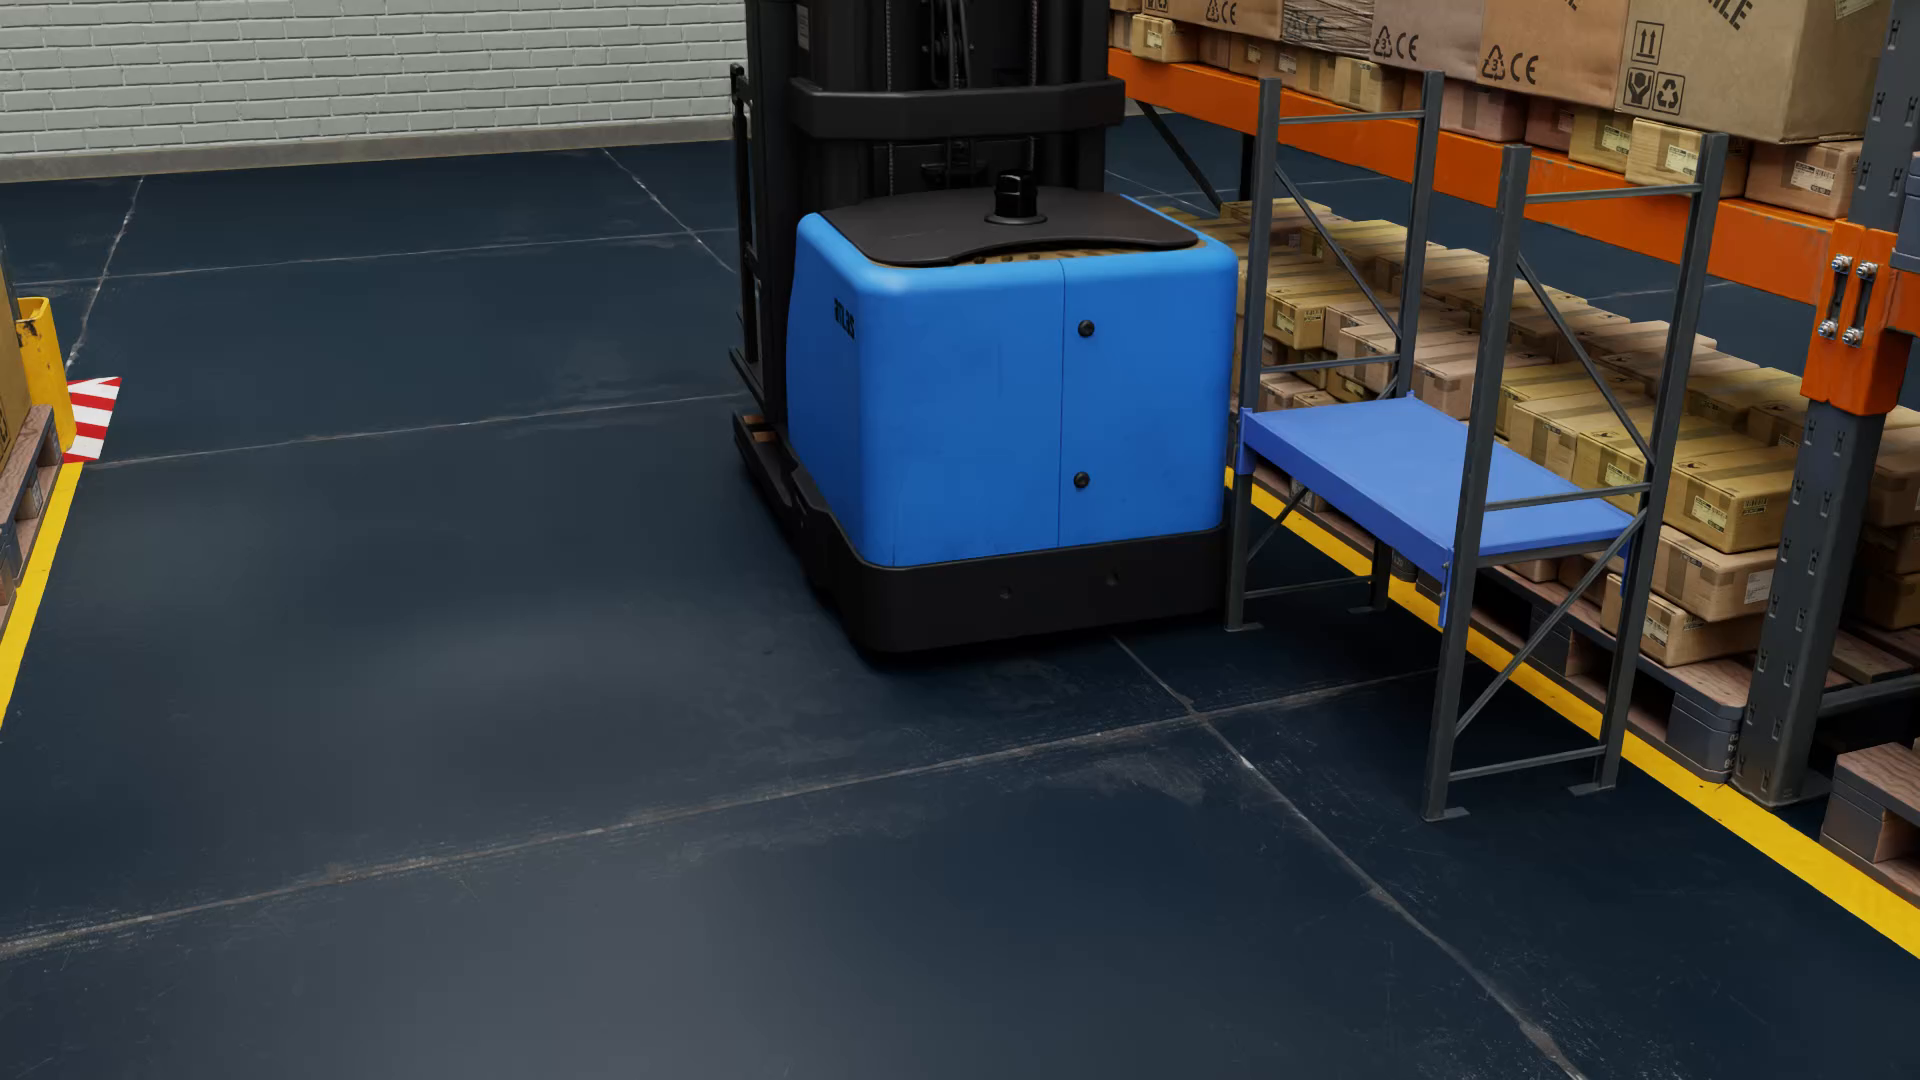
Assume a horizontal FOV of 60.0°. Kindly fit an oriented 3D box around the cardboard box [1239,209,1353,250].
[{"bbox_3d":[1.330,-1.205,6.610,0.380,0.149,0.250,-8,24,-18],"label":"cardboard box"}]

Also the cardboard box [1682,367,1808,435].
[{"bbox_3d":[2.179,-0.355,4.594,0.380,0.149,0.250,-9,24,-20],"label":"cardboard box"}]

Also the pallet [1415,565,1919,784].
[{"bbox_3d":[2.013,0.192,4.524,1.003,0.211,1.213,-8,24,-19],"label":"pallet"}]

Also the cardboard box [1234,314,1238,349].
[{"bbox_3d":[1.018,-0.807,6.049,0.380,0.149,0.250,-8,24,-17],"label":"cardboard box"}]

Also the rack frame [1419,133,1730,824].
[{"bbox_3d":[1.282,-0.087,3.526,0.500,1.500,0.032,-7,24,-16],"label":"rack frame"}]

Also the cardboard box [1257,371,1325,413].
[{"bbox_3d":[1.193,-0.490,5.680,0.380,0.149,0.250,-10,25,-22],"label":"cardboard box"}]

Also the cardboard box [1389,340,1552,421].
[{"bbox_3d":[1.492,-0.469,4.865,0.380,0.149,0.250,-10,25,-22],"label":"cardboard box"}]

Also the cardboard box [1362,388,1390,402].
[{"bbox_3d":[1.476,-0.428,5.151,0.380,0.149,0.250,-10,25,-21],"label":"cardboard box"}]

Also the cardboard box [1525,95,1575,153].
[{"bbox_3d":[1.706,-1.097,4.314,0.380,0.149,0.250,-9,24,-20],"label":"cardboard box"}]

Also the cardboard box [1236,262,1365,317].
[{"bbox_3d":[1.171,-0.851,5.771,0.380,0.149,0.250,-7,24,-17],"label":"cardboard box"}]

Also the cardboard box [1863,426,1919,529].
[{"bbox_3d":[2.356,-0.162,4.136,0.380,0.149,0.250,-7,24,-17],"label":"cardboard box"}]

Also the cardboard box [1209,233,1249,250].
[{"bbox_3d":[0.917,-1.032,6.200,0.380,0.149,0.250,-8,24,-19],"label":"cardboard box"}]

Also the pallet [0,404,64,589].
[{"bbox_3d":[-3.449,-0.099,5.213,1.003,0.211,1.213,-8,24,-19],"label":"pallet"}]

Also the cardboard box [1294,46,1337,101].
[{"bbox_3d":[1.277,-1.469,5.198,0.380,0.149,0.250,-7,24,-17],"label":"cardboard box"}]

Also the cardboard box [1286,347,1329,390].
[{"bbox_3d":[1.335,-0.631,5.631,0.380,0.149,0.250,-7,24,-16],"label":"cardboard box"}]

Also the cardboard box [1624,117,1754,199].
[{"bbox_3d":[1.771,-0.889,3.820,0.380,0.149,0.250,-9,24,-20],"label":"cardboard box"}]

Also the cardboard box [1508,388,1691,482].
[{"bbox_3d":[1.693,-0.279,4.413,0.380,0.149,0.250,-9,24,-19],"label":"cardboard box"}]

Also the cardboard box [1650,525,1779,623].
[{"bbox_3d":[1.875,0.058,3.997,0.380,0.149,0.250,-8,24,-18],"label":"cardboard box"}]

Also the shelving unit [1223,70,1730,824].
[{"bbox_3d":[1.130,-0.276,3.973,0.538,1.500,1.048,-7,24,-16],"label":"shelving unit"}]

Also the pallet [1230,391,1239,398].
[{"bbox_3d":[1.152,-0.695,6.627,1.003,0.211,1.213,-8,24,-19],"label":"pallet"}]

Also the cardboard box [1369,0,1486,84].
[{"bbox_3d":[1.492,-1.544,4.540,0.500,0.500,0.500,-8,24,-19],"label":"cardboard box"}]

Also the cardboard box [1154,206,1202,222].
[{"bbox_3d":[0.738,-1.225,6.657,0.380,0.149,0.250,-10,25,-21],"label":"cardboard box"}]

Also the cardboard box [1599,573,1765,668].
[{"bbox_3d":[1.827,0.170,4.114,0.380,0.149,0.250,-8,24,-18],"label":"cardboard box"}]

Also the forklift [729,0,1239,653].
[{"bbox_3d":[-0.175,-1.600,5.272,1.130,2.935,3.031,-7,24,-16],"label":"forklift"}]

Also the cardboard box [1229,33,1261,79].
[{"bbox_3d":[1.145,-1.660,5.650,0.380,0.149,0.250,-9,24,-20],"label":"cardboard box"}]

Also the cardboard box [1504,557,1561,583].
[{"bbox_3d":[1.659,-0.023,4.572,0.380,0.149,0.250,-9,25,-21],"label":"cardboard box"}]

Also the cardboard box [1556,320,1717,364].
[{"bbox_3d":[2.052,-0.550,5.058,0.380,0.149,0.250,-8,24,-18],"label":"cardboard box"}]

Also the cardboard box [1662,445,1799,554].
[{"bbox_3d":[1.915,-0.102,3.993,0.380,0.149,0.250,-8,24,-17],"label":"cardboard box"}]

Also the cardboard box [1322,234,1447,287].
[{"bbox_3d":[1.572,-1.025,6.185,0.380,0.149,0.250,-9,25,-21],"label":"cardboard box"}]

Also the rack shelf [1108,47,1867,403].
[{"bbox_3d":[1.577,-1.249,5.278,1.077,0.370,4.000,-8,24,-19],"label":"rack shelf"}]

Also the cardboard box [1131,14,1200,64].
[{"bbox_3d":[0.852,-1.837,6.070,0.380,0.149,0.250,-9,24,-20],"label":"cardboard box"}]

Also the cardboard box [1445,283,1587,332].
[{"bbox_3d":[1.828,-0.733,5.491,0.380,0.149,0.250,-8,24,-19],"label":"cardboard box"}]

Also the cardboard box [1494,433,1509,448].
[{"bbox_3d":[1.660,-0.238,4.700,0.380,0.149,0.250,-8,24,-19],"label":"cardboard box"}]

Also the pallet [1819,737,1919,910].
[{"bbox_3d":[2.560,0.713,3.286,1.003,0.211,1.213,-8,24,-19],"label":"pallet"}]

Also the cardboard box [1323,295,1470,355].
[{"bbox_3d":[1.400,-0.671,5.344,0.380,0.149,0.250,-8,24,-19],"label":"cardboard box"}]
